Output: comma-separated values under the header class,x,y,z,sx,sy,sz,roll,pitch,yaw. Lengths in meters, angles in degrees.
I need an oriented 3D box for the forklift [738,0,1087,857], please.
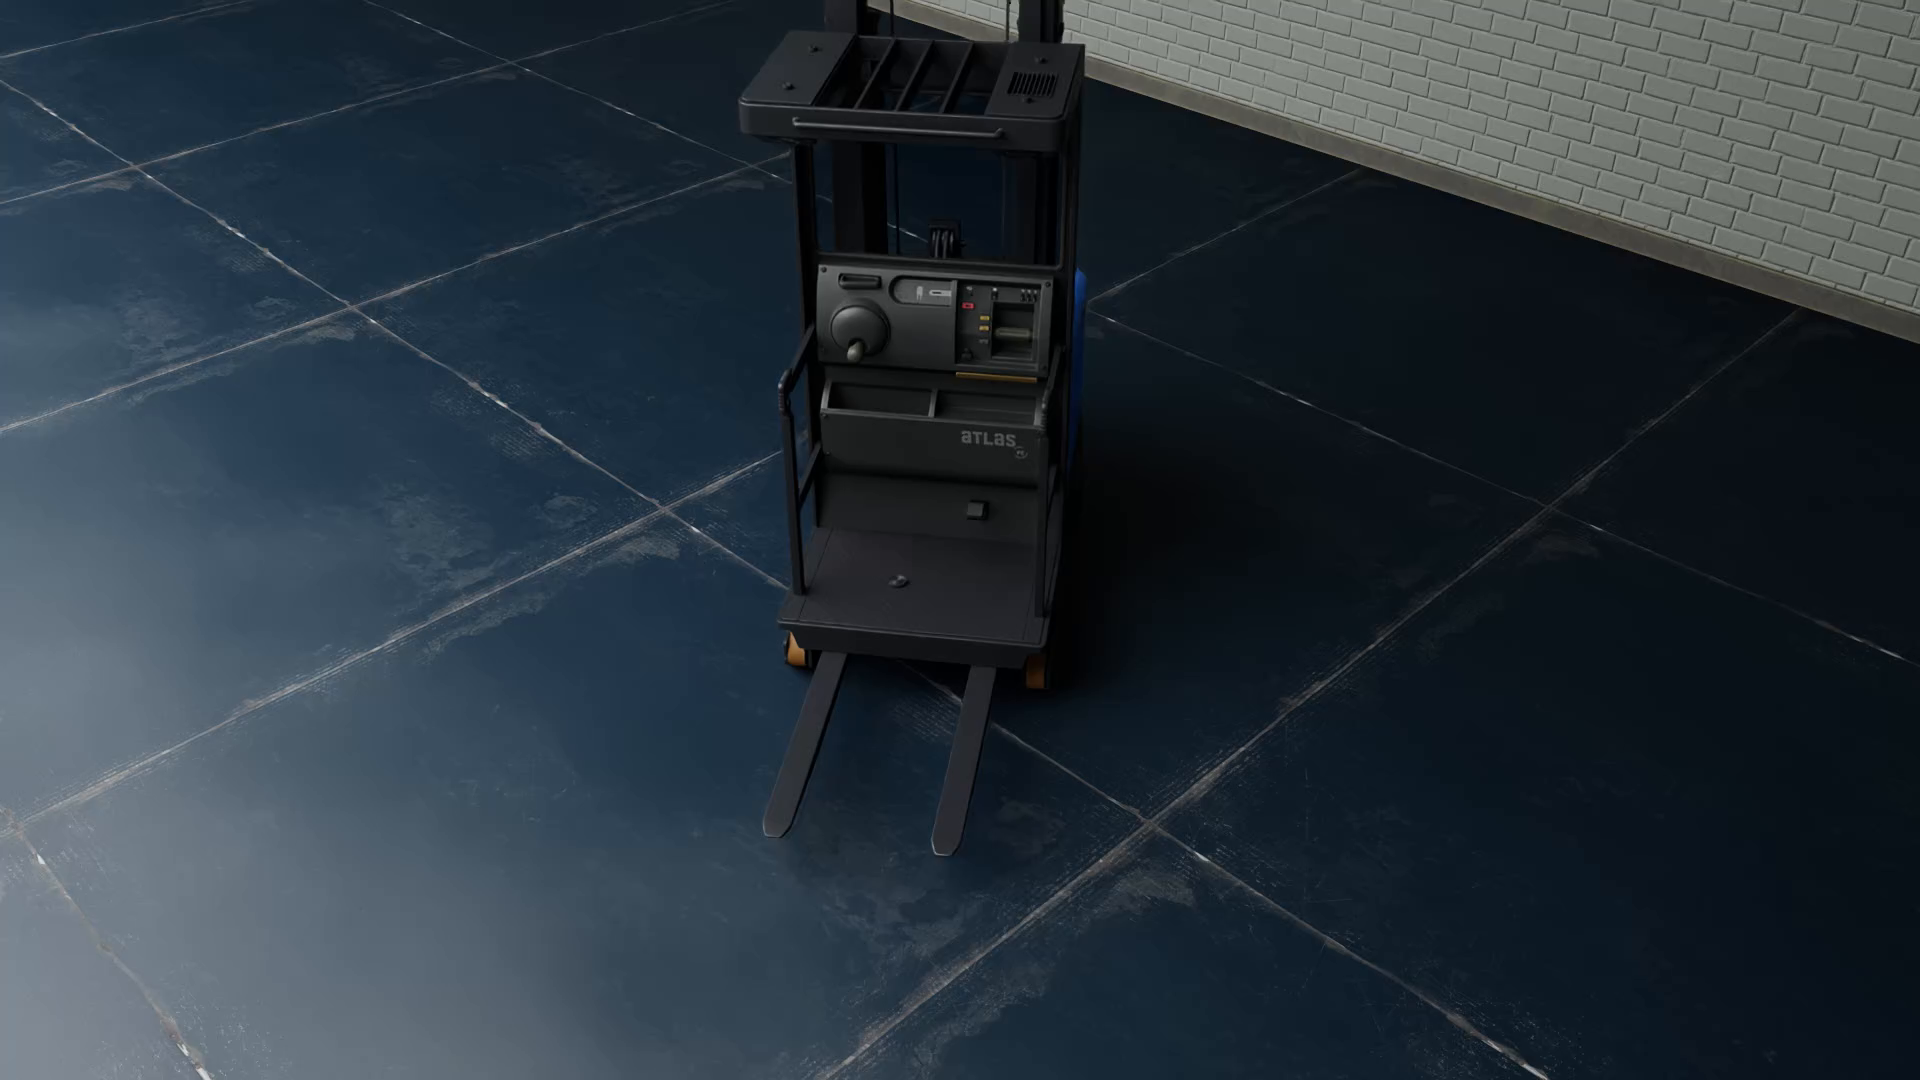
class,x,y,z,sx,sy,sz,roll,pitch,yaw
forklift,-0.131,-0.803,6.339,1.130,2.935,3.031,5,35,7
